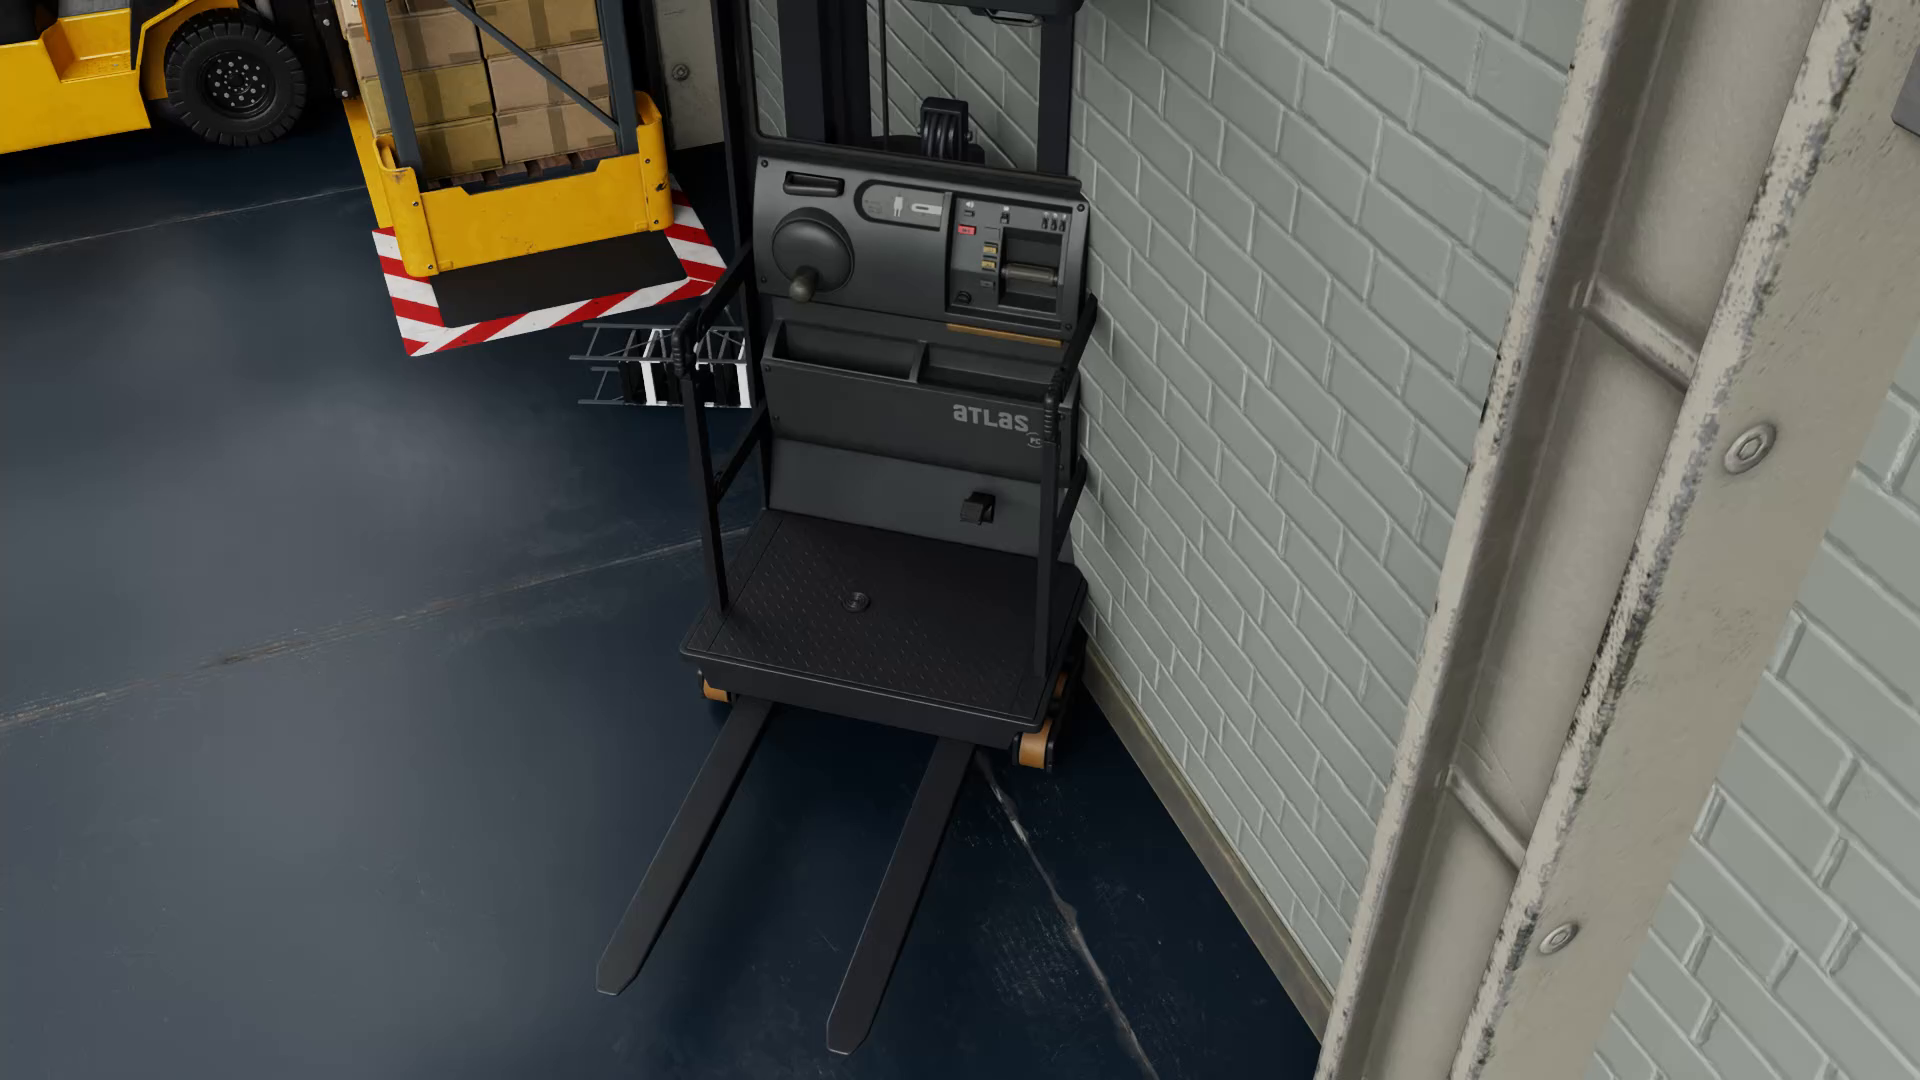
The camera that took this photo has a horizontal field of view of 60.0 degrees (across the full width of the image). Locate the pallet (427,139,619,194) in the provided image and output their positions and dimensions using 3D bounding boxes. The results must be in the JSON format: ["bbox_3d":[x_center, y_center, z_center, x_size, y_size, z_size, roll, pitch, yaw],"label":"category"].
[{"bbox_3d":[-2.196,-1.894,7.790,1.003,0.211,1.213,-15,43,-17],"label":"pallet"}]

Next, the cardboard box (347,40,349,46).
[{"bbox_3d":[-2.701,-2.427,8.059,0.500,0.250,0.500,-15,43,-16],"label":"cardboard box"}]

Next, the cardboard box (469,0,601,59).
[{"bbox_3d":[-1.873,-2.334,7.183,0.500,0.250,0.500,-16,43,-18],"label":"cardboard box"}]

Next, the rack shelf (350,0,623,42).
[{"bbox_3d":[-2.630,-3.433,7.993,1.077,0.370,4.000,-15,43,-17],"label":"rack shelf"}]

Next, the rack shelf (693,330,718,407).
[{"bbox_3d":[-0.971,-0.664,6.354,0.077,0.200,0.258,2,41,3],"label":"rack shelf"}]

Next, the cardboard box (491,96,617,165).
[{"bbox_3d":[-1.872,-1.962,7.518,0.500,0.250,0.500,-15,43,-17],"label":"cardboard box"}]

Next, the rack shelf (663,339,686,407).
[{"bbox_3d":[-1.061,-0.666,6.359,0.077,0.200,0.258,2,41,3],"label":"rack shelf"}]

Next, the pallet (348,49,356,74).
[{"bbox_3d":[-2.659,-2.628,8.644,1.003,0.211,1.213,-15,43,-17],"label":"pallet"}]

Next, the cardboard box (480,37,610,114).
[{"bbox_3d":[-1.852,-2.142,7.344,0.500,0.250,0.500,-14,43,-16],"label":"cardboard box"}]

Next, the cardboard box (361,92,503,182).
[{"bbox_3d":[-2.336,-1.822,7.355,0.500,0.250,0.500,-15,43,-17],"label":"cardboard box"}]

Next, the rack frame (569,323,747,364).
[{"bbox_3d":[-1.005,-0.742,6.290,0.900,0.006,0.240,2,41,3],"label":"rack frame"}]

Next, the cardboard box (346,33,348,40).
[{"bbox_3d":[-2.521,-2.327,7.559,0.500,0.250,0.500,-16,43,-17],"label":"cardboard box"}]

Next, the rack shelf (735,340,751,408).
[{"bbox_3d":[-0.791,-0.658,6.345,0.077,0.200,0.258,2,41,3],"label":"rack shelf"}]

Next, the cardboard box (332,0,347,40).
[{"bbox_3d":[-2.738,-2.633,7.915,0.500,0.250,0.500,-16,43,-18],"label":"cardboard box"}]

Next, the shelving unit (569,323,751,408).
[{"bbox_3d":[-1.004,-0.665,6.356,0.900,0.210,0.258,2,41,3],"label":"shelving unit"}]

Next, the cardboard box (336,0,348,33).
[{"bbox_3d":[-2.530,-2.503,7.379,0.500,0.250,0.500,-14,43,-16],"label":"cardboard box"}]

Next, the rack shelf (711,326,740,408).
[{"bbox_3d":[-0.881,-0.661,6.350,0.077,0.200,0.258,2,41,3],"label":"rack shelf"}]

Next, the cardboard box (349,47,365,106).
[{"bbox_3d":[-2.518,-2.124,7.706,0.500,0.250,0.500,-15,43,-17],"label":"cardboard box"}]

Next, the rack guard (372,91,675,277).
[{"bbox_3d":[-1.855,-1.539,7.156,1.175,0.500,0.348,-15,43,-17],"label":"rack guard"}]

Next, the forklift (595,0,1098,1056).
[{"bbox_3d":[-0.171,-0.719,4.338,1.130,2.935,3.031,10,42,12],"label":"forklift"}]

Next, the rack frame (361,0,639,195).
[{"bbox_3d":[-1.864,-2.501,6.358,1.000,3.000,0.127,-15,43,-17],"label":"rack frame"}]

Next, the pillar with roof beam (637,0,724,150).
[{"bbox_3d":[-5.276,-4.346,3.902,9.100,9.000,0.400,-15,43,-17],"label":"pillar with roof beam"}]

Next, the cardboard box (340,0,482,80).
[{"bbox_3d":[-2.329,-2.196,7.023,0.500,0.250,0.500,-14,43,-15],"label":"cardboard box"}]

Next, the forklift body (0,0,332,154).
[{"bbox_3d":[-4.276,-2.866,7.434,2.313,2.155,1.214,-15,43,-17],"label":"forklift body"}]

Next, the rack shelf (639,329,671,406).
[{"bbox_3d":[-1.151,-0.669,6.363,0.077,0.200,0.258,2,41,3],"label":"rack shelf"}]

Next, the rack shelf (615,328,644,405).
[{"bbox_3d":[-1.241,-0.672,6.367,0.077,0.200,0.258,2,41,3],"label":"rack shelf"}]

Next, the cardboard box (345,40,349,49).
[{"bbox_3d":[-2.920,-2.735,8.416,0.500,0.250,0.500,-14,43,-16],"label":"cardboard box"}]

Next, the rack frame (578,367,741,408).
[{"bbox_3d":[-1.004,-0.588,6.422,0.900,0.006,0.240,2,41,3],"label":"rack frame"}]

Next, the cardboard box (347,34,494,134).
[{"bbox_3d":[-2.340,-2.022,7.205,0.500,0.250,0.500,-16,43,-17],"label":"cardboard box"}]
